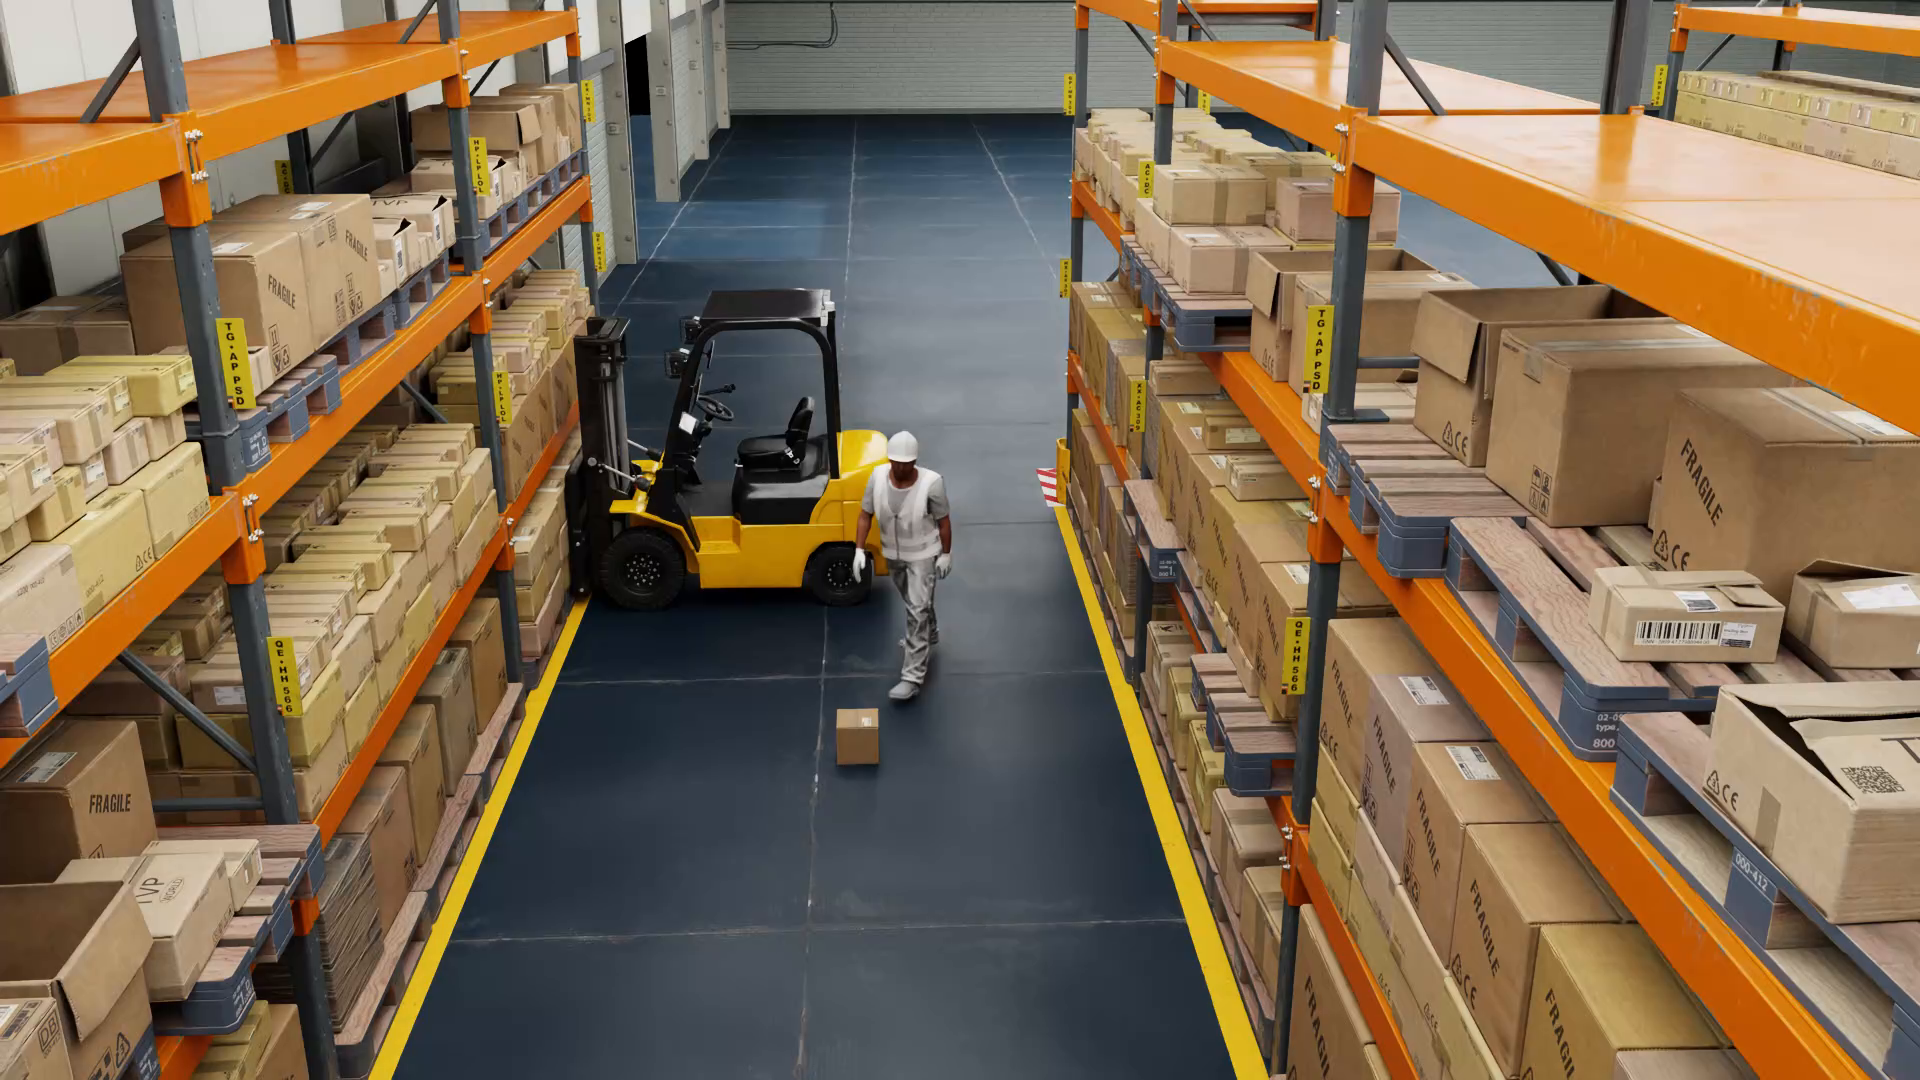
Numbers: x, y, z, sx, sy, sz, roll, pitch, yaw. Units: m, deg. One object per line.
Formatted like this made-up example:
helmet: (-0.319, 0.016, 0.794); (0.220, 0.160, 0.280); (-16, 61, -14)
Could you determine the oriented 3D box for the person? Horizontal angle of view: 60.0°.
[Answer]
person: (-0.343, 0.088, 10.851); (0.556, 1.721, 1.003); (13, 24, 31)
